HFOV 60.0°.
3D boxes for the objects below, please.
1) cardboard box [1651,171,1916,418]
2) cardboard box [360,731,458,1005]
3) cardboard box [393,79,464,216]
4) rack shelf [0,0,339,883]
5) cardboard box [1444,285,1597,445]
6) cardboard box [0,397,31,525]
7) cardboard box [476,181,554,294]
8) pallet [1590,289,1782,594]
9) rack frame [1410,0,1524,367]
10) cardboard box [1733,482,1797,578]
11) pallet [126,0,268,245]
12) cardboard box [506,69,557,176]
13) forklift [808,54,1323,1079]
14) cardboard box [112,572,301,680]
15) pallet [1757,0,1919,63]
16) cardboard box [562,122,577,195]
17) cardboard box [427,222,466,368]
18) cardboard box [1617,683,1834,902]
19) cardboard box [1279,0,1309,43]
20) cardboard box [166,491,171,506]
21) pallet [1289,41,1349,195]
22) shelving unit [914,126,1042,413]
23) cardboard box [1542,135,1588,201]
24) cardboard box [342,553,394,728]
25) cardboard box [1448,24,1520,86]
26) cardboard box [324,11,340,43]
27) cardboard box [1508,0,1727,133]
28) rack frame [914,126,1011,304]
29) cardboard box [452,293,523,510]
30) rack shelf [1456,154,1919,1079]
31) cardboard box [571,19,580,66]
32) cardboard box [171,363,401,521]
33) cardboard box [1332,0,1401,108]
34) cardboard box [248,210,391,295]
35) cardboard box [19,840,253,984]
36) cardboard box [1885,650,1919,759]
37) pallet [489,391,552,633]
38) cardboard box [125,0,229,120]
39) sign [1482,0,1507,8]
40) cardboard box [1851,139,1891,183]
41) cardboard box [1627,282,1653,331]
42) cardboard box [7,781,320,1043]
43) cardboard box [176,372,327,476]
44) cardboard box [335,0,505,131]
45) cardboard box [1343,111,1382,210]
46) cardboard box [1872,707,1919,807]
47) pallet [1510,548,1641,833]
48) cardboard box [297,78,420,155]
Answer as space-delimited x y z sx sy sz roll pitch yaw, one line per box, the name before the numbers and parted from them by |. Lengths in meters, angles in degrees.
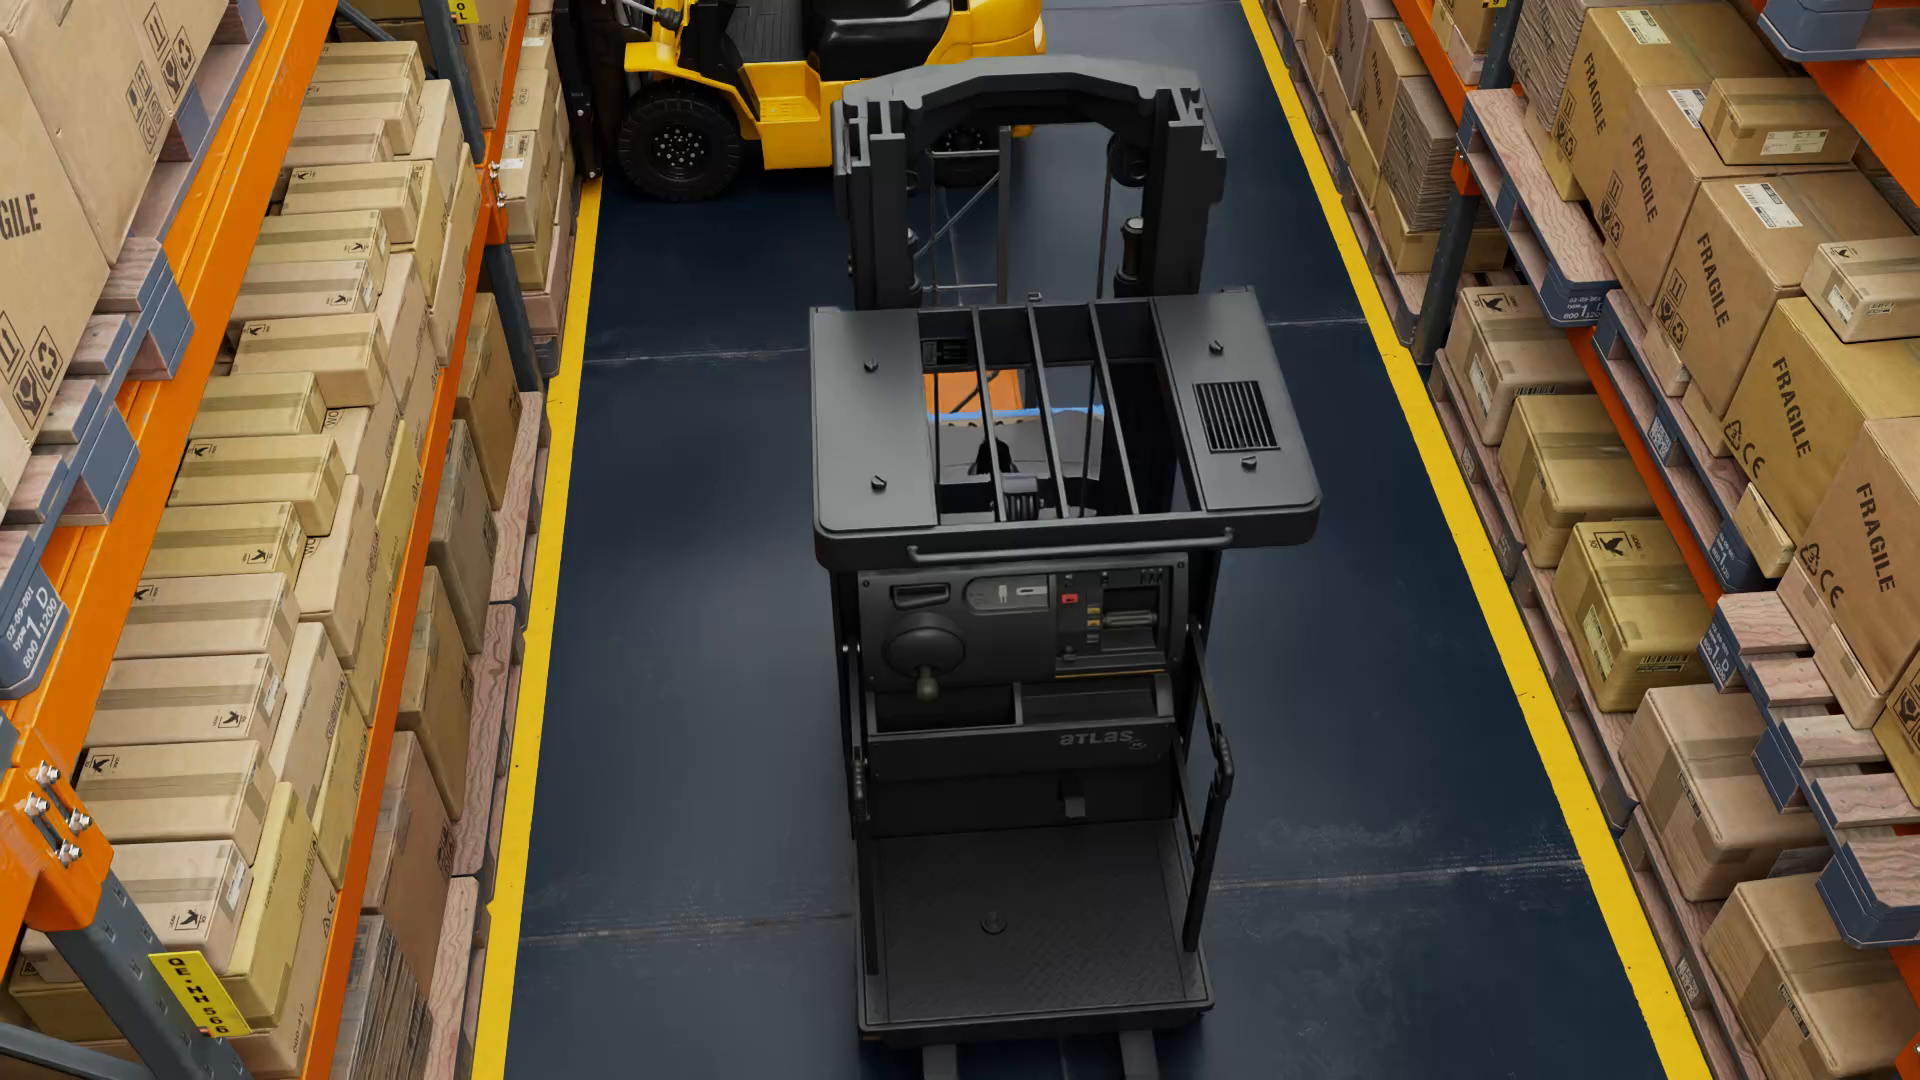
cardboard box | 2.470 -0.733 4.951 0.500 0.500 0.500 -5 47 -5
cardboard box | -2.120 1.046 5.176 0.875 0.625 0.625 -2 47 -2
cardboard box | -2.057 -1.376 5.883 0.500 0.250 0.500 -4 47 -4
rack shelf | -2.186 -0.933 4.133 1.077 0.370 4.000 -3 47 -3
cardboard box | 2.639 -0.762 7.062 0.950 0.372 0.625 -3 47 -3
cardboard box | -1.745 -0.102 2.654 0.380 0.166 0.250 -4 47 -3
cardboard box | -2.086 -1.335 7.345 0.500 0.250 0.500 -4 47 -3
pallet | 2.721 -0.370 5.303 1.003 0.211 1.213 -3 47 -3
rack frame | 2.593 -1.900 6.620 1.000 3.000 0.127 -3 47 -3
cardboard box | 2.455 -0.037 4.739 0.380 0.149 0.250 -3 47 -3
pallet | -2.261 -0.963 3.796 1.003 0.211 1.213 -2 47 -1
cardboard box | -2.114 -1.878 7.515 0.500 0.250 0.500 -3 47 -3
forklift | 0.200 0.339 4.547 1.130 2.935 3.031 -3 47 -3
cardboard box | -1.857 0.227 4.090 0.380 0.149 0.250 -3 47 -3
pallet | 2.628 -1.664 4.460 1.213 0.211 1.003 -3 47 -3
cardboard box | -2.180 -1.902 8.226 0.500 0.250 0.500 -3 47 -3
cardboard box | -2.003 -0.832 5.712 0.500 0.250 0.500 -4 47 -4
cardboard box | 2.820 0.810 5.574 0.950 0.372 0.625 -4 47 -4
cardboard box | 2.085 -3.023 9.288 0.500 0.250 0.500 -2 47 -2
cardboard box | -2.451 -0.227 4.794 0.500 0.250 0.500 -4 47 -4
pallet | 2.396 -2.310 8.929 1.003 0.211 1.213 -3 47 -3
shelving unit | -0.015 -0.655 6.474 0.587 1.500 1.083 -3 47 -3
cardboard box | 2.336 -1.358 5.990 0.380 0.149 0.250 -3 47 -2
cardboard box | -1.899 0.278 4.661 0.500 0.250 0.500 -5 47 -5
cardboard box | 2.262 -2.028 6.914 0.380 0.149 0.250 -4 47 -4
cardboard box | -2.660 -1.939 6.588 0.500 0.500 0.500 -4 47 -4
cardboard box | 2.346 -1.824 5.986 0.500 0.500 0.500 -2 47 -2
rack frame | -0.056 -1.030 6.829 0.500 1.500 0.032 -3 47 -3
cardboard box | -2.298 -0.547 6.685 0.875 0.625 0.625 -2 47 -2
rack shelf | 2.760 -0.206 5.511 1.077 0.370 4.000 -3 47 -3
cardboard box | -2.202 -2.429 8.382 0.500 0.250 0.500 -4 47 -3
cardboard box | -1.947 -0.268 4.833 0.500 0.250 0.500 -3 47 -3
cardboard box | 2.187 -2.506 8.282 0.500 0.500 0.500 -1 47 -1
cardboard box | -1.982 -0.878 5.136 0.380 0.149 0.250 -4 47 -4
cardboard box | -1.752 0.792 3.554 0.380 0.149 0.250 -2 47 -2
cardboard box | 2.612 0.401 3.878 0.500 0.500 0.500 -5 47 -4
pallet | -2.253 -0.106 6.842 1.003 0.211 1.213 -3 47 -3
cardboard box | -1.921 -1.222 3.485 0.500 0.500 0.500 -2 47 -2
sign | 2.053 -2.159 6.269 0.100 0.325 0.005 -3 47 -3
cardboard box | 2.940 -1.128 5.326 0.500 0.500 0.500 -2 47 -2
cardboard box | 2.435 -0.790 5.452 0.380 0.149 0.250 -3 47 -3
cardboard box | -1.787 0.841 3.783 0.500 0.250 0.500 -4 47 -3
cardboard box | -1.988 -0.323 4.611 0.380 0.149 0.250 -3 47 -3
cardboard box | -2.130 -1.967 6.615 0.500 0.500 0.500 -5 47 -4
cardboard box | 2.221 -1.895 8.220 0.500 0.250 0.500 -5 47 -4
cardboard box | 2.571 0.524 4.209 0.380 0.149 0.250 -3 47 -3
pallet | 2.765 0.507 6.261 1.003 0.211 1.213 -3 47 -3
cardboard box | -2.064 -1.434 5.663 0.380 0.149 0.250 -4 47 -4
